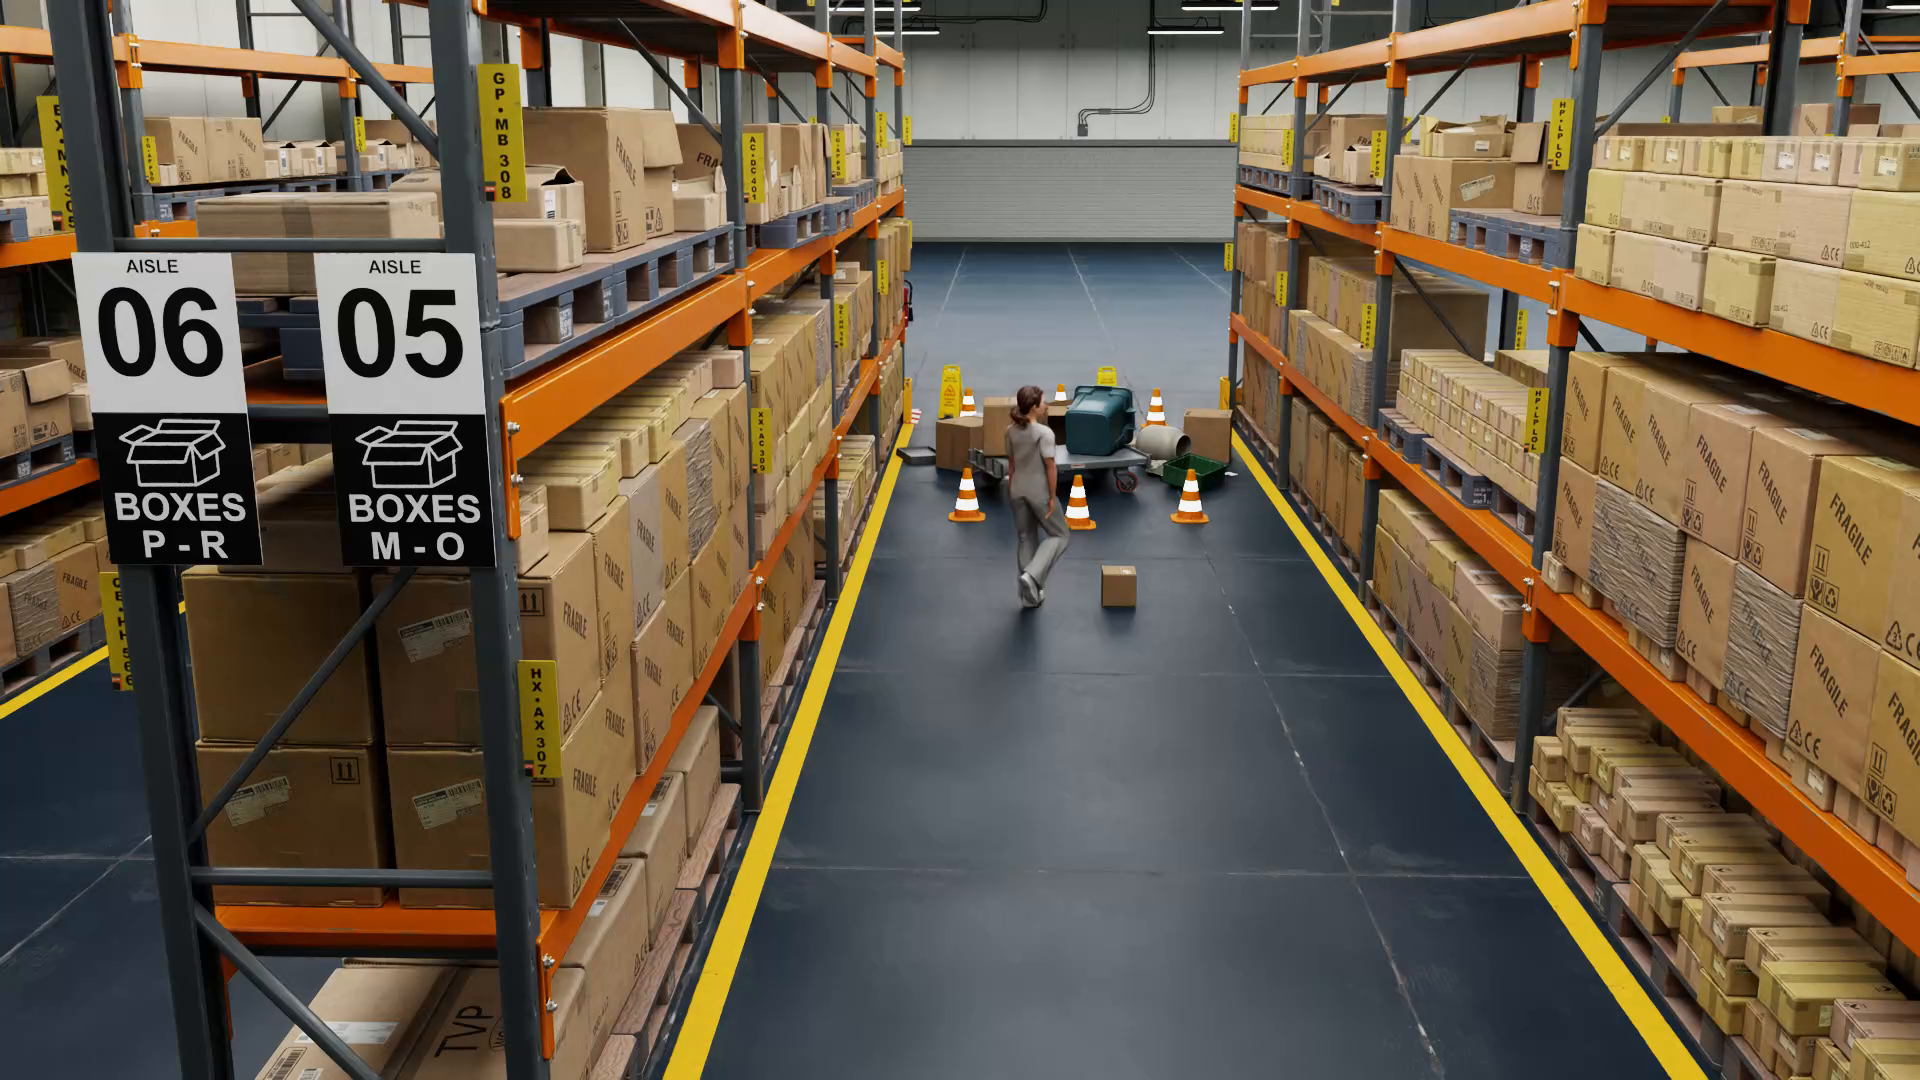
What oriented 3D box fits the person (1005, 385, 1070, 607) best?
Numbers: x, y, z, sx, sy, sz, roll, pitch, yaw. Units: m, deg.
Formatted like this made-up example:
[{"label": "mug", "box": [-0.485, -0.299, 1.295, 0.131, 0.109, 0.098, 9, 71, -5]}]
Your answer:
[{"label": "person", "box": [0.530, -0.308, 12.179, 0.452, 1.661, 0.524, 9, 17, 33]}]
